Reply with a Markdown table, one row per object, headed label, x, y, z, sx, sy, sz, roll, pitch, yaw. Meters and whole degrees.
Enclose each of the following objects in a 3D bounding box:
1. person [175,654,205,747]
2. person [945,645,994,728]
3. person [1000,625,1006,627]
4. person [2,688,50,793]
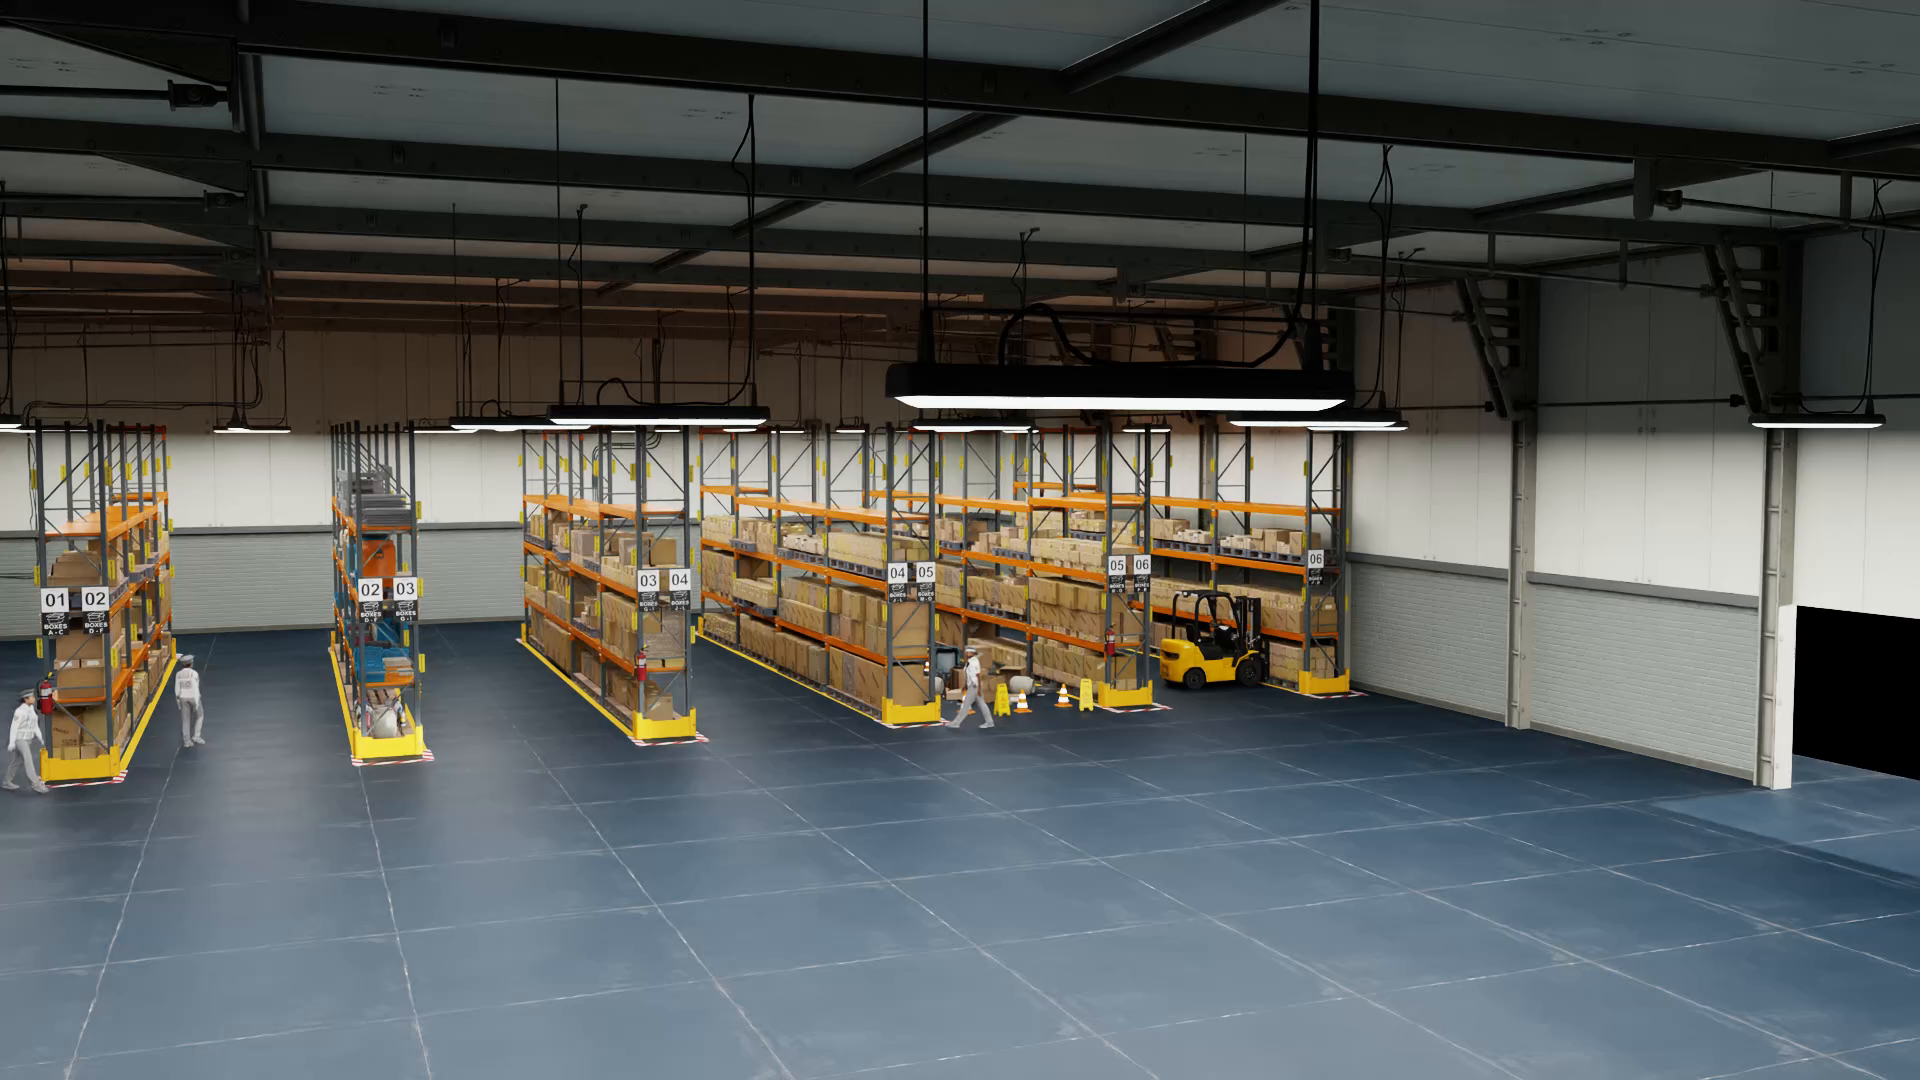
| label | x | y | z | sx | sy | sz | roll | pitch | yaw |
| --- | --- | --- | --- | --- | --- | --- | --- | --- | --- |
| person | -14.229 | 2.962 | 30.650 | 0.492 | 1.672 | 0.495 | -1 | 4 | -10 |
| person | 0.182 | 2.860 | 32.399 | 0.976 | 1.627 | 0.478 | 0 | 4 | -2 |
| person | 1.103 | 1.803 | 49.640 | 0.590 | 1.687 | 0.492 | 1 | 4 | 13 |
| person | -15.036 | 3.215 | 26.770 | 0.900 | 1.642 | 0.504 | 0 | 4 | 2 |
